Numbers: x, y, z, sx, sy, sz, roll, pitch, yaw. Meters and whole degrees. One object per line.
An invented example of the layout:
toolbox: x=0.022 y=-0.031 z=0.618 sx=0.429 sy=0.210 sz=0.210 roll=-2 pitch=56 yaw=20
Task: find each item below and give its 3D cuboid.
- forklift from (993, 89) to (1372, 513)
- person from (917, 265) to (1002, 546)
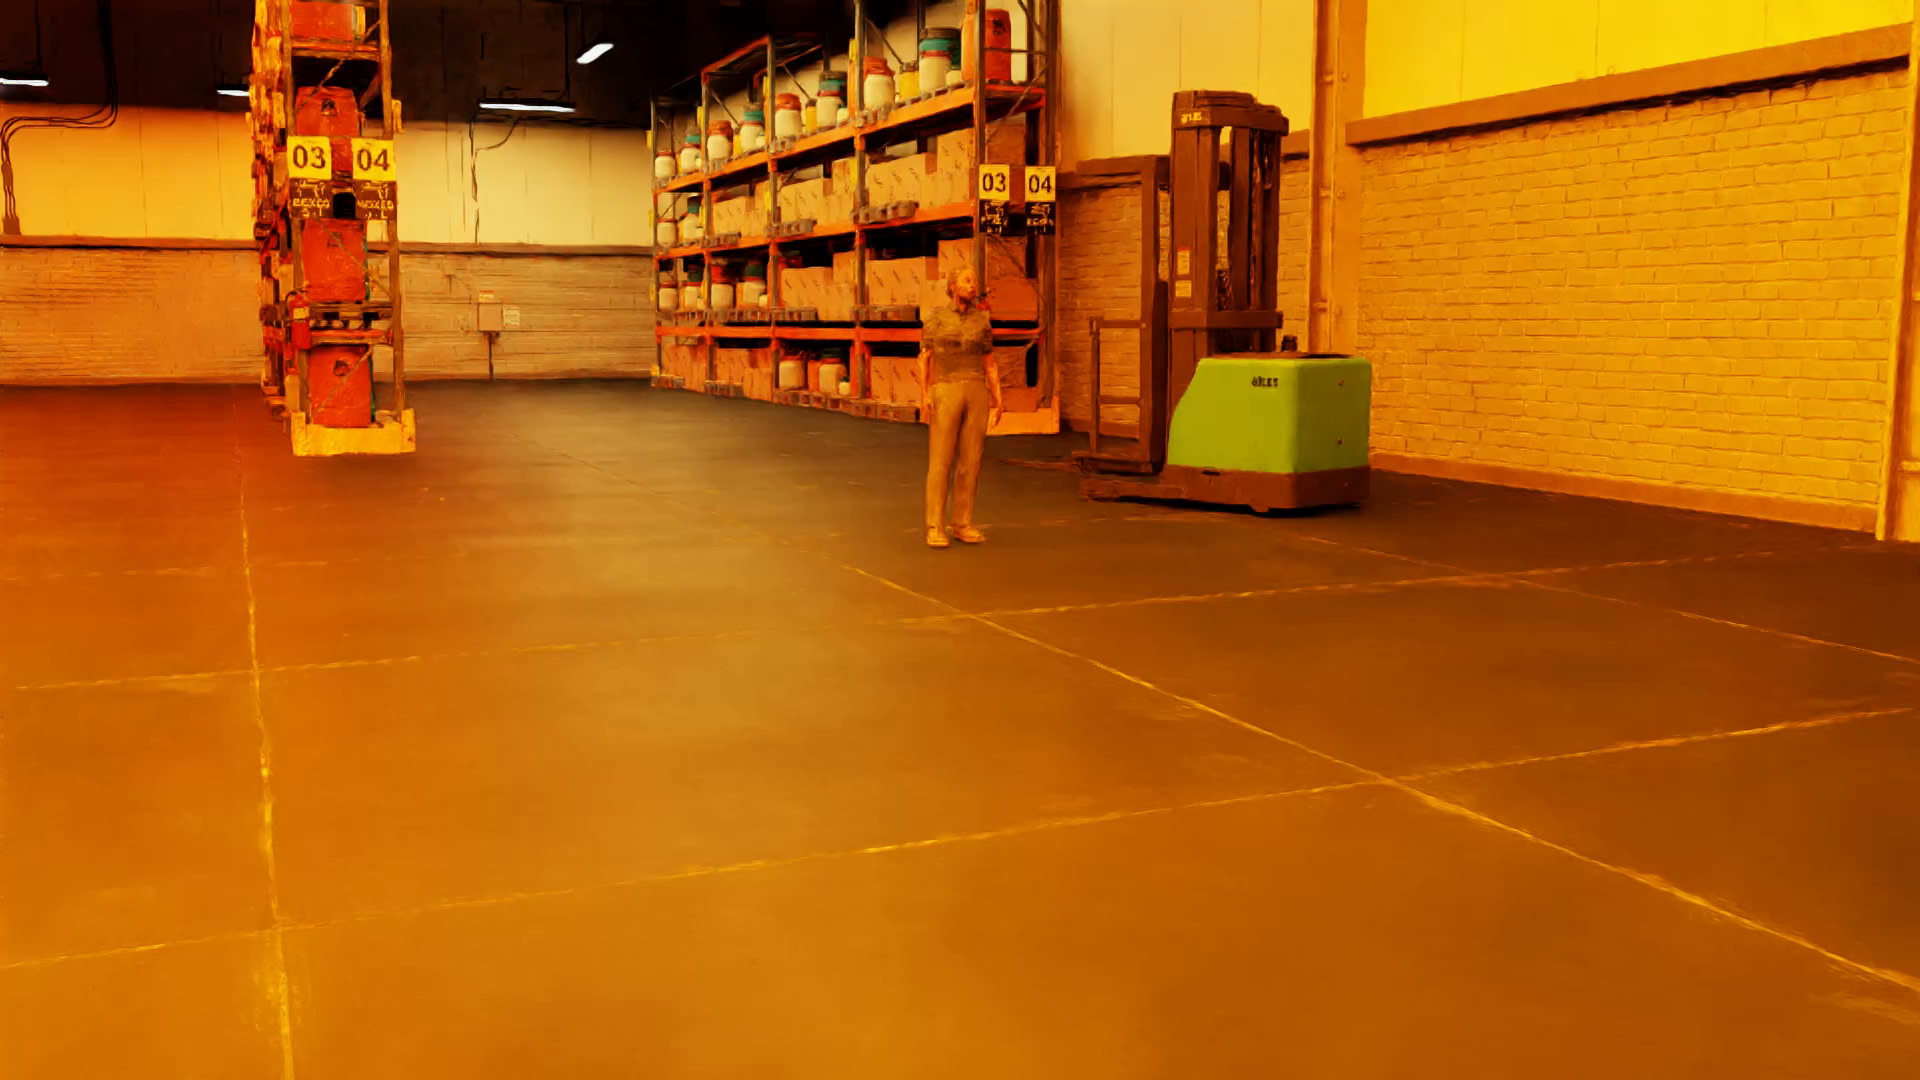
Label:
forklift: x=1.547 y=-1.779 z=12.433 sx=1.130 sy=2.935 sz=3.031 roll=-7 pitch=10 yaw=-43
person: x=0.017 y=-0.816 z=9.957 sx=0.570 sy=1.654 sz=0.503 roll=-3 pitch=8 yaw=-23
